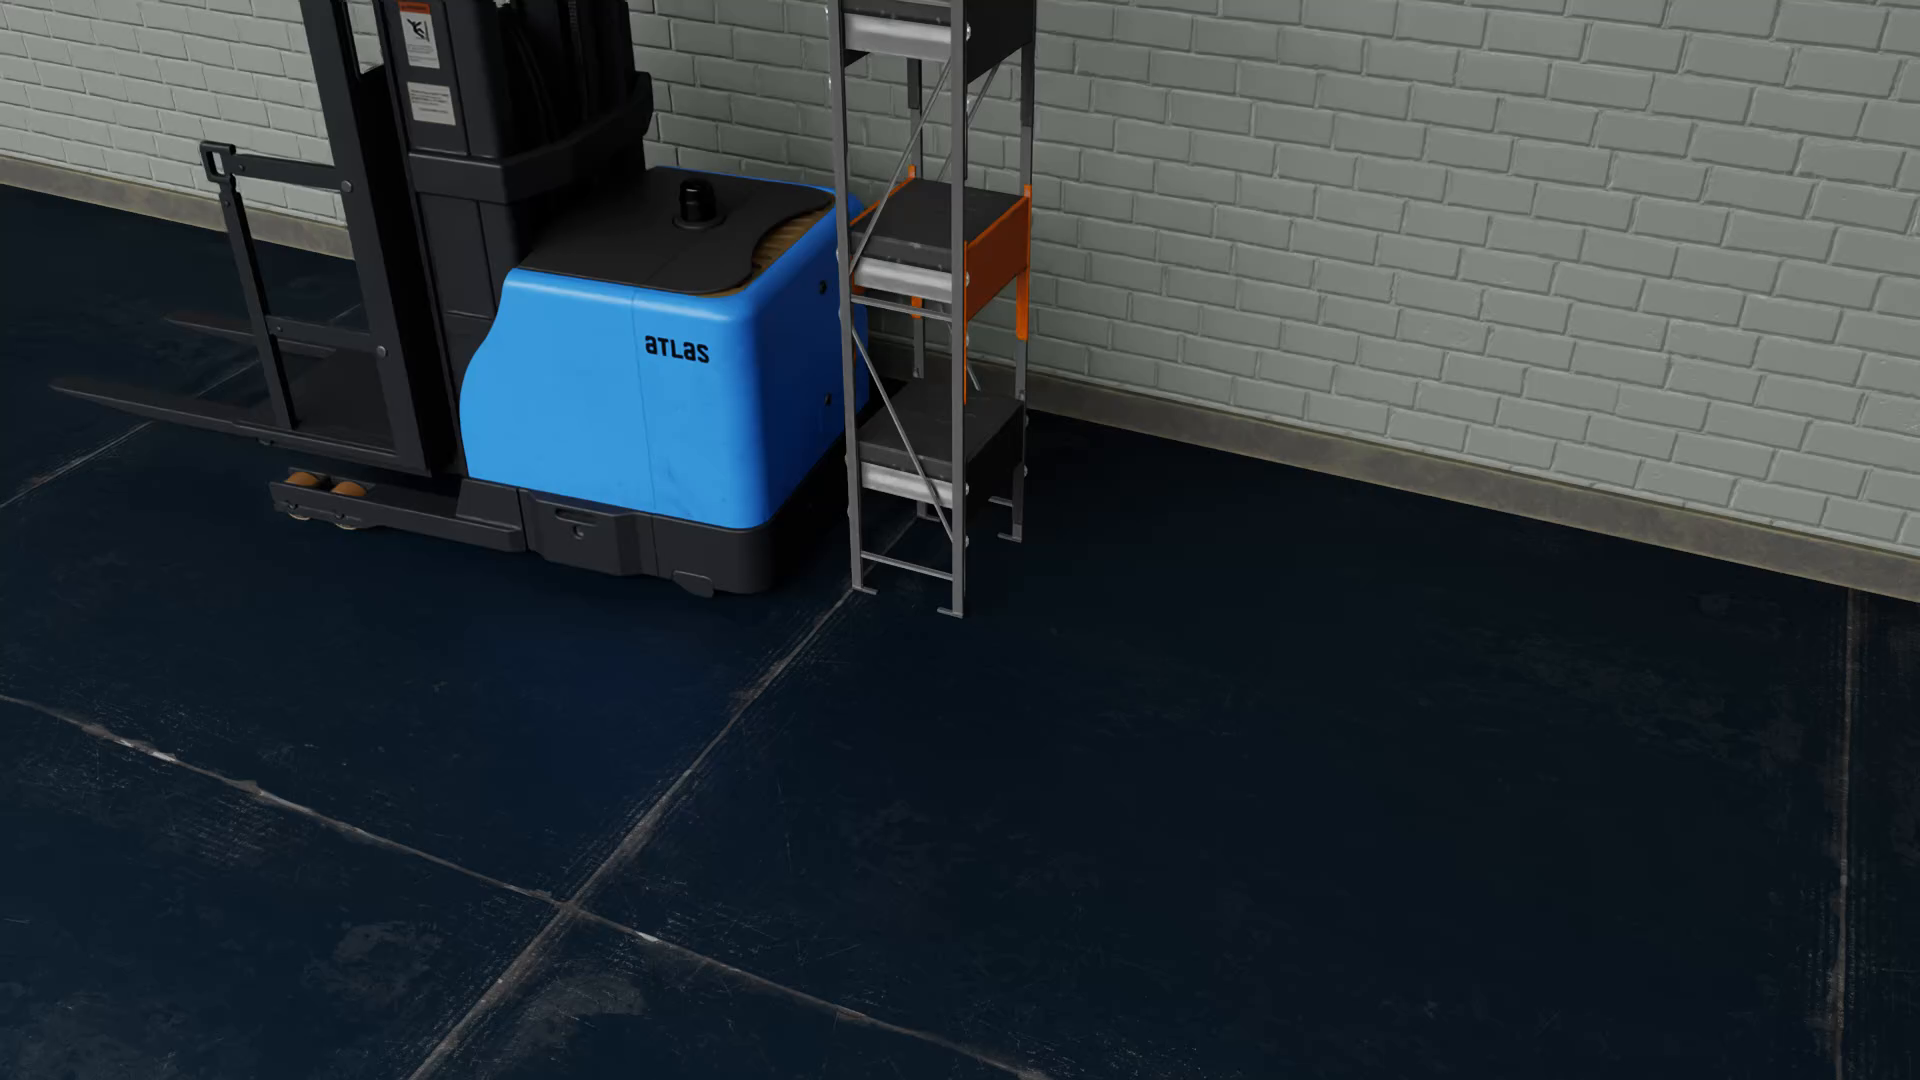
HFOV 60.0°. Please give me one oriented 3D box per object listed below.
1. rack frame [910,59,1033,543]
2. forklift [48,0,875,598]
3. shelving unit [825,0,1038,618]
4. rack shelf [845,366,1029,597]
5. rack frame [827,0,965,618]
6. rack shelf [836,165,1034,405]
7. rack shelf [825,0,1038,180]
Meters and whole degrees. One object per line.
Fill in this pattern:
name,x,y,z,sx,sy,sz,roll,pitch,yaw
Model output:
rack frame,0.033,-0.917,5.234,0.400,2.100,0.015,14,36,20
forklift,-1.882,-1.520,5.396,3.031,2.935,1.130,11,35,16
shelving unit,-0.069,-0.796,5.049,0.431,2.100,0.503,14,36,20
rack shelf,-0.069,-0.199,5.440,0.431,0.518,0.480,14,36,20
rack frame,-0.171,-0.674,4.863,0.400,2.100,0.015,14,36,20
rack shelf,-0.069,-0.784,5.056,0.431,0.518,0.480,14,36,20
rack shelf,-0.069,-1.370,4.672,0.431,0.518,0.480,14,36,20
